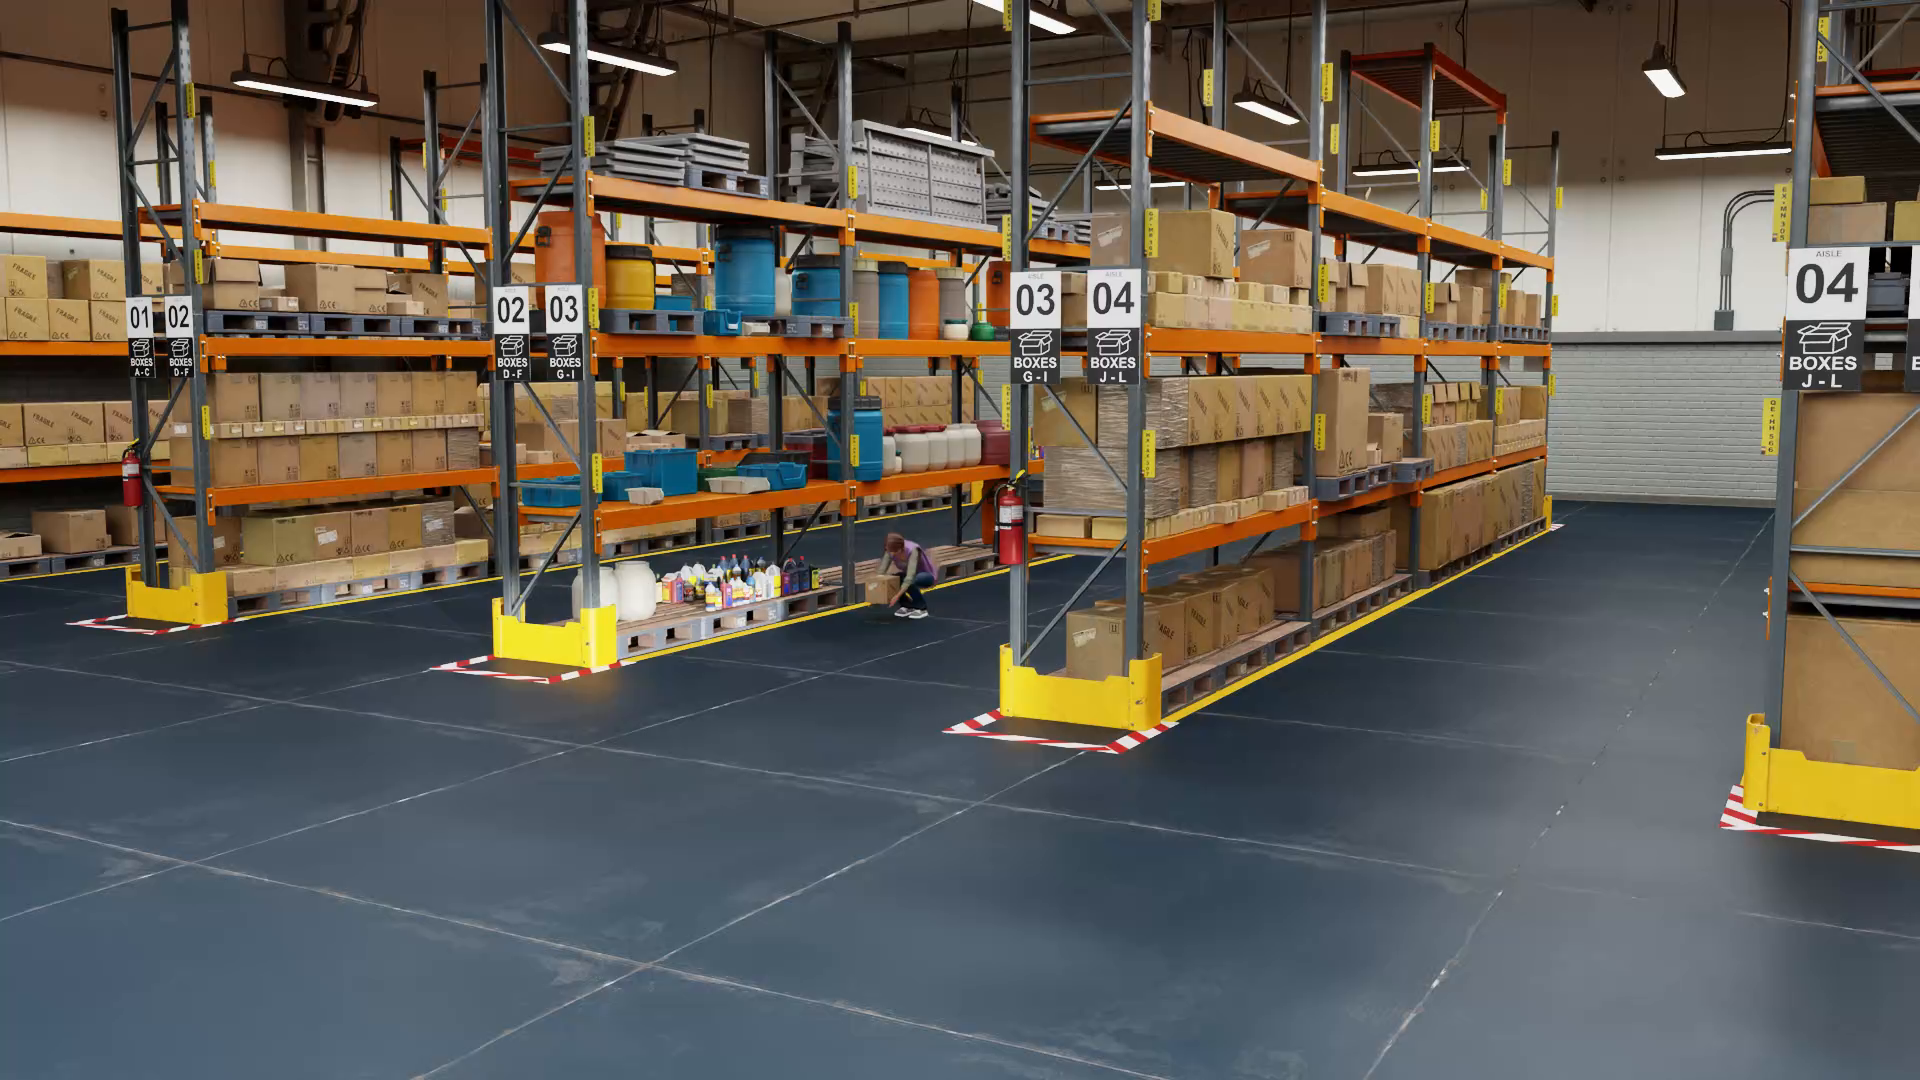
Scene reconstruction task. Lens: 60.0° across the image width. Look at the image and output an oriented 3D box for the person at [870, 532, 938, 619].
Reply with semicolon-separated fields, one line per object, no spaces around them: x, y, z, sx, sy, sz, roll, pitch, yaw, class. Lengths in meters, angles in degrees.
-0.536;0.349;16.663;0.472;0.888;0.821;5;8;41;person
